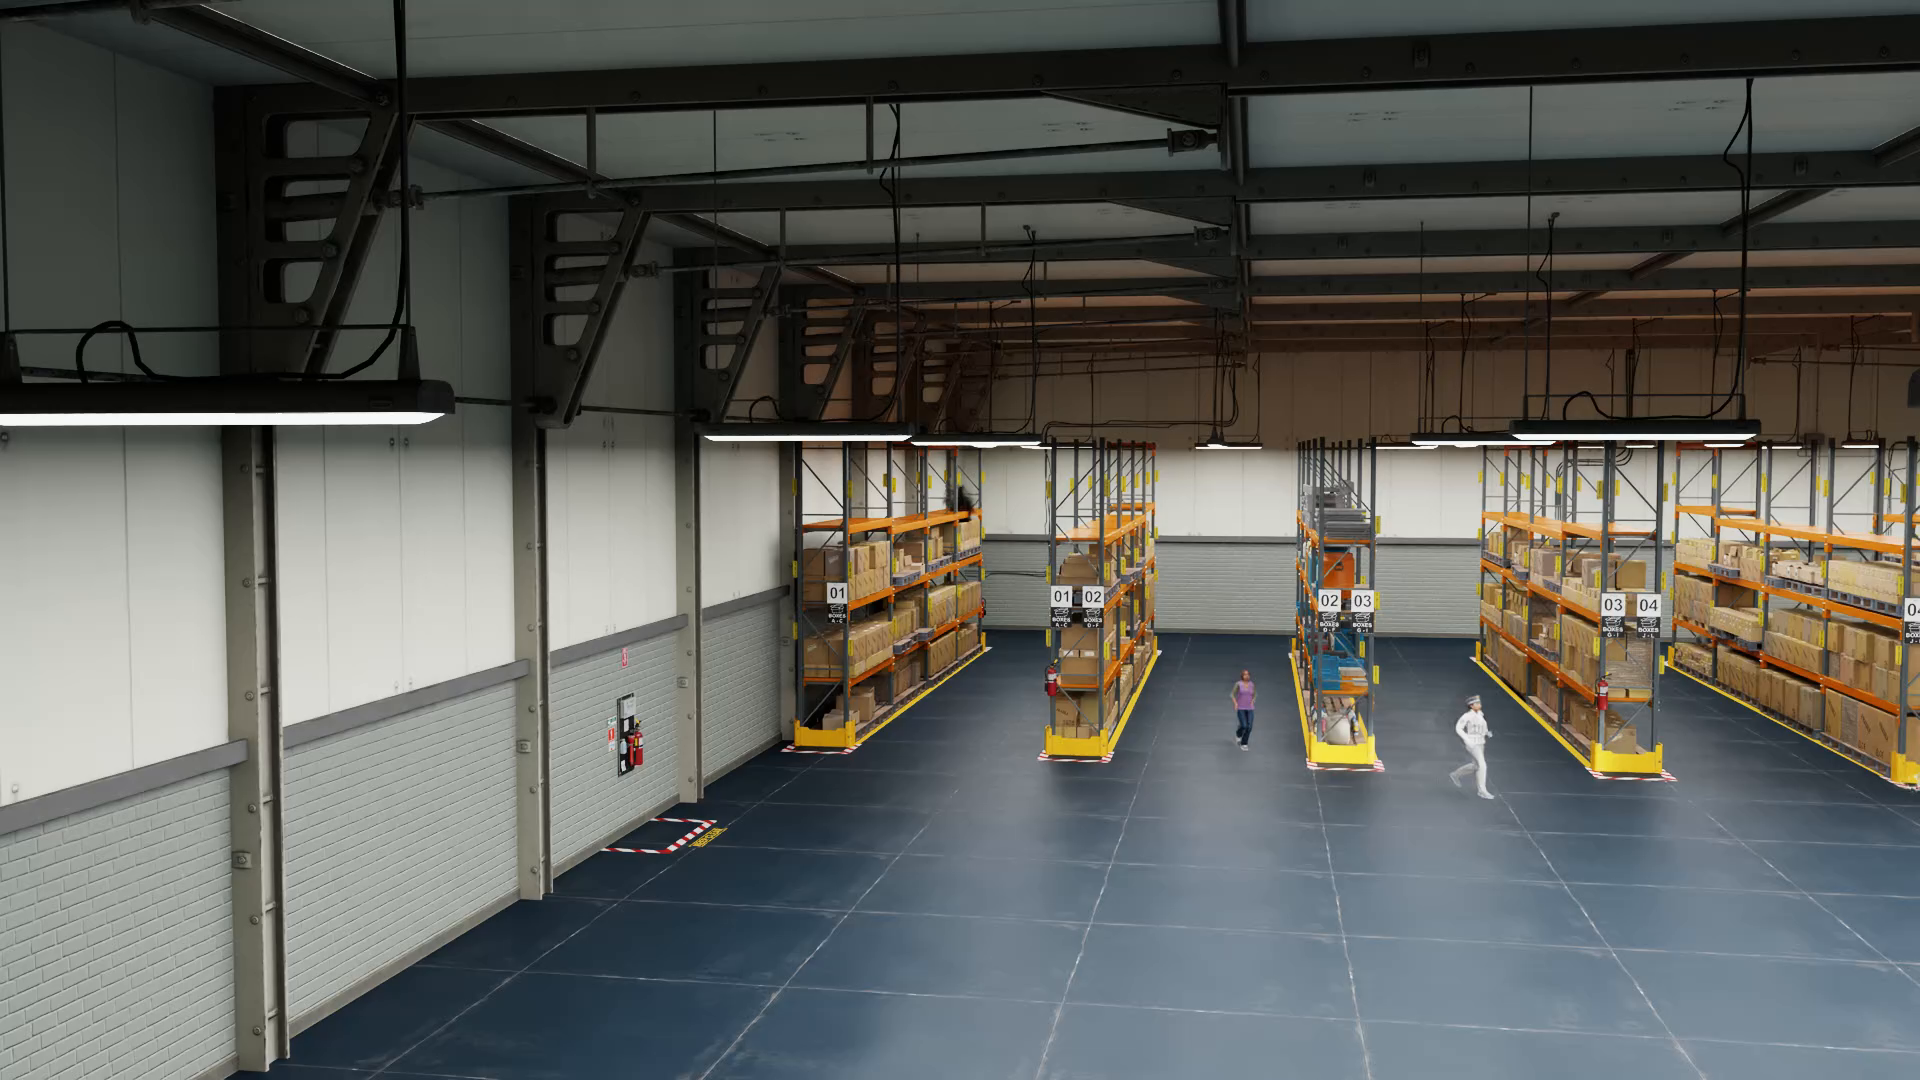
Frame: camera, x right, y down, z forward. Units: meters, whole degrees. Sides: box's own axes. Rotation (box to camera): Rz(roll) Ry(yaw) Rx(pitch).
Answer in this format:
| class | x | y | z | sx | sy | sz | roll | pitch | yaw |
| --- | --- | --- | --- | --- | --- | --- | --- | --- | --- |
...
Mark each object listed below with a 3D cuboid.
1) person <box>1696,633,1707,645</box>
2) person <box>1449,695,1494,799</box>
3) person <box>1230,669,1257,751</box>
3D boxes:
| class | x | y | z | sx | sy | sz | roll | pitch | yaw |
| --- | --- | --- | --- | --- | --- | --- | --- | --- | --- |
| person | 20.388 | 2.447 | 45.615 | 0.702 | 1.758 | 0.845 | -2 | 4 | -38 |
| person | 8.549 | 3.421 | 27.743 | 0.609 | 1.696 | 0.808 | -3 | 4 | -43 |
| person | 5.462 | 3.257 | 31.846 | 0.501 | 1.553 | 0.493 | 0 | 3 | -6 |
